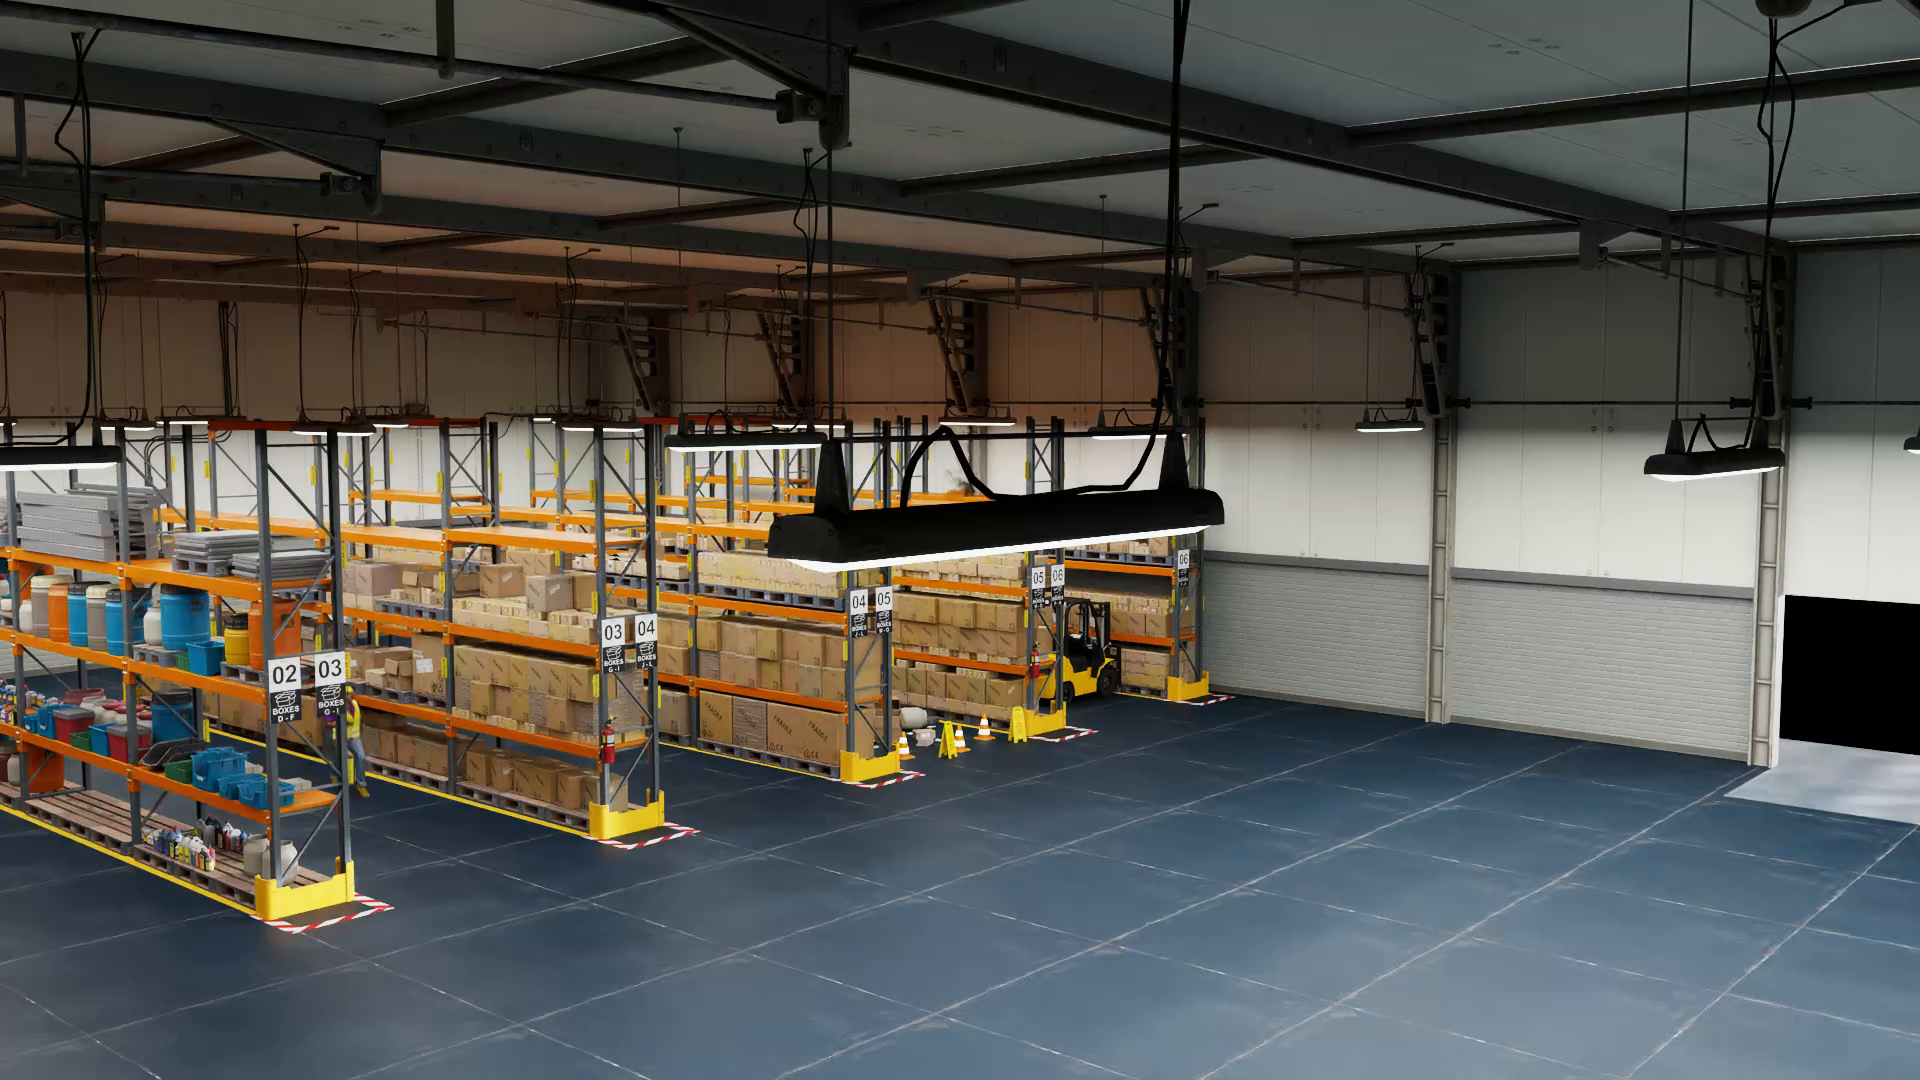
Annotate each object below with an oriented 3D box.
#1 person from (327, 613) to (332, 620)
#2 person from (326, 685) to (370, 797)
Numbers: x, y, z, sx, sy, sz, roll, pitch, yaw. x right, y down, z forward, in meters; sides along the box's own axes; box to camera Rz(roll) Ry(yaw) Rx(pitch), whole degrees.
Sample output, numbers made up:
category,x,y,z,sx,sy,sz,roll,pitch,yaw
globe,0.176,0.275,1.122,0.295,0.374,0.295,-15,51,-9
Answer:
category,x,y,z,sx,sy,sz,roll,pitch,yaw
person,-14.903,2.313,39.065,0.713,1.610,0.500,4,6,37
person,-9.941,3.237,26.831,0.964,1.821,0.662,5,7,44
